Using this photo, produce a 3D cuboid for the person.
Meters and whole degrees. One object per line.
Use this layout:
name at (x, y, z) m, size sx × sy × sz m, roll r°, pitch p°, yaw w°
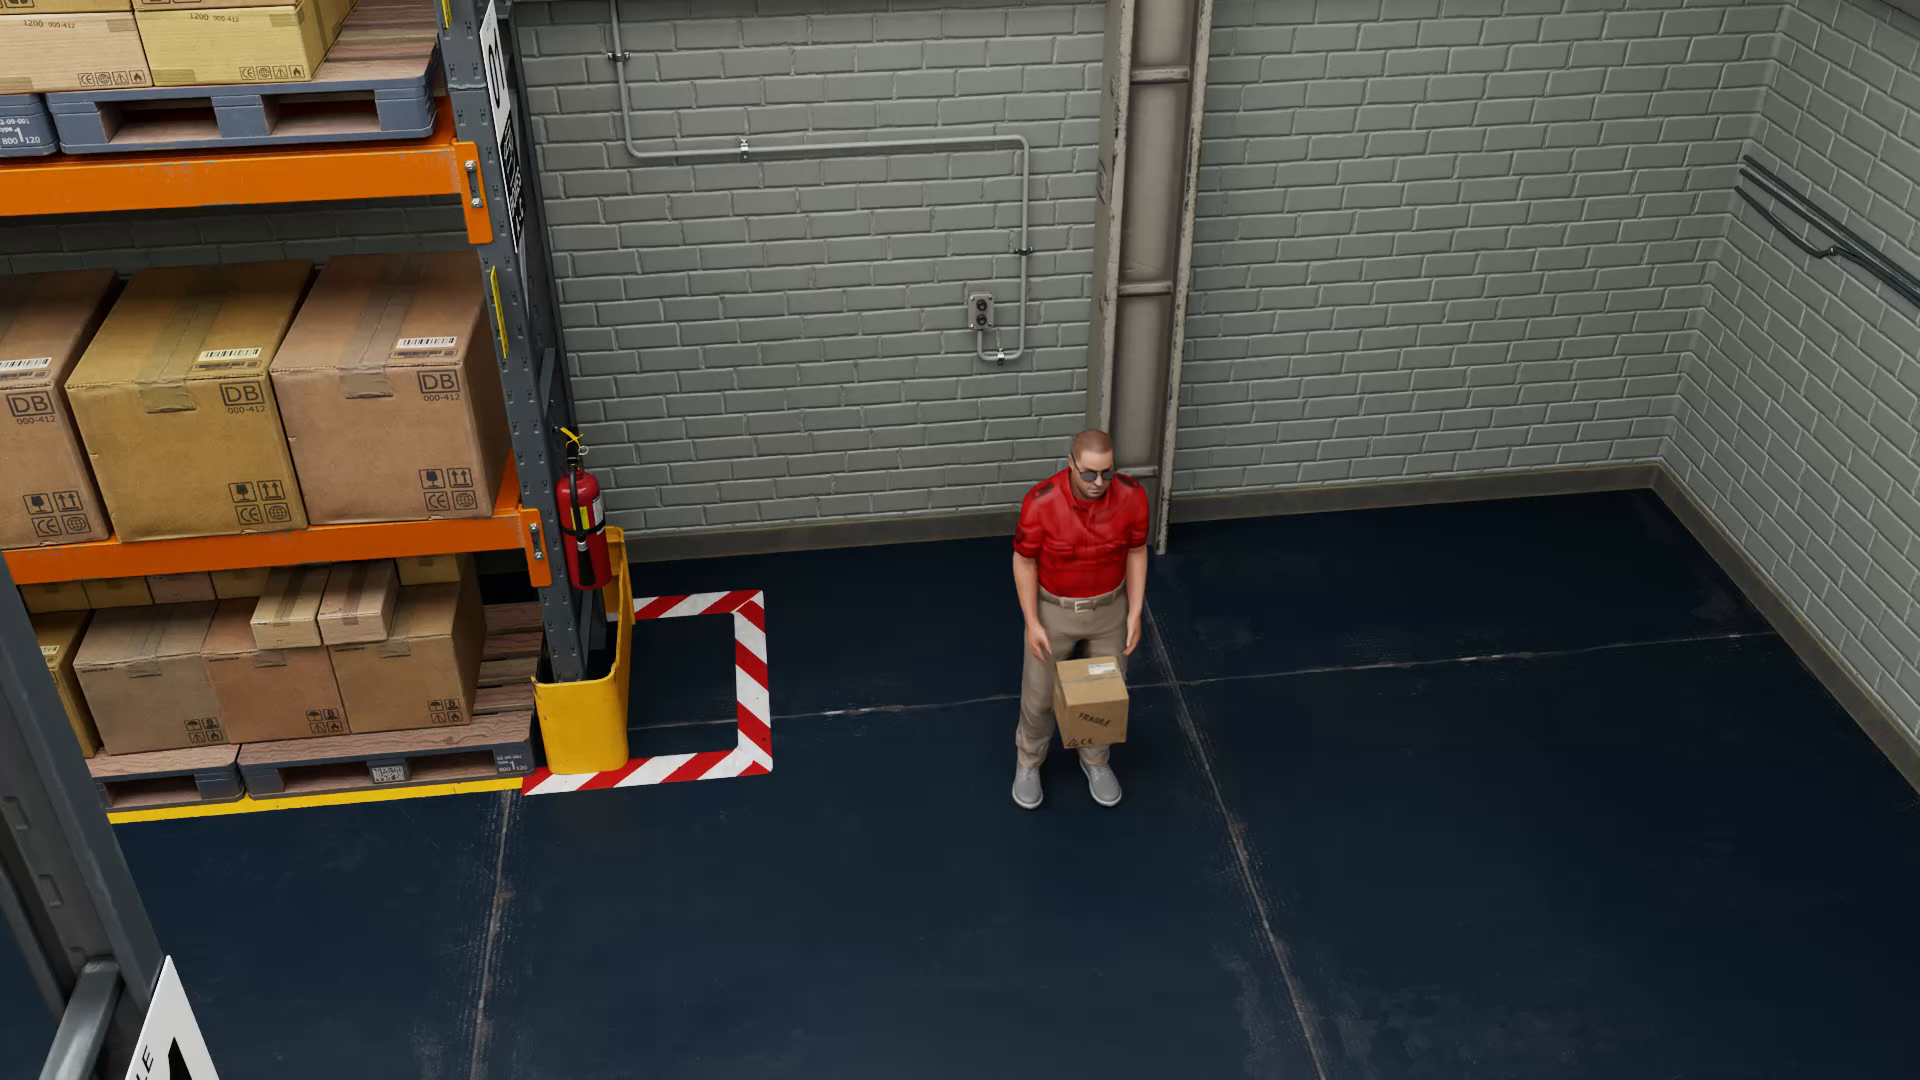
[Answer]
person at (0.485, 0.315, 6.694) m, size 0.554 × 1.732 × 0.430 m, roll -5°, pitch 35°, yaw -7°
